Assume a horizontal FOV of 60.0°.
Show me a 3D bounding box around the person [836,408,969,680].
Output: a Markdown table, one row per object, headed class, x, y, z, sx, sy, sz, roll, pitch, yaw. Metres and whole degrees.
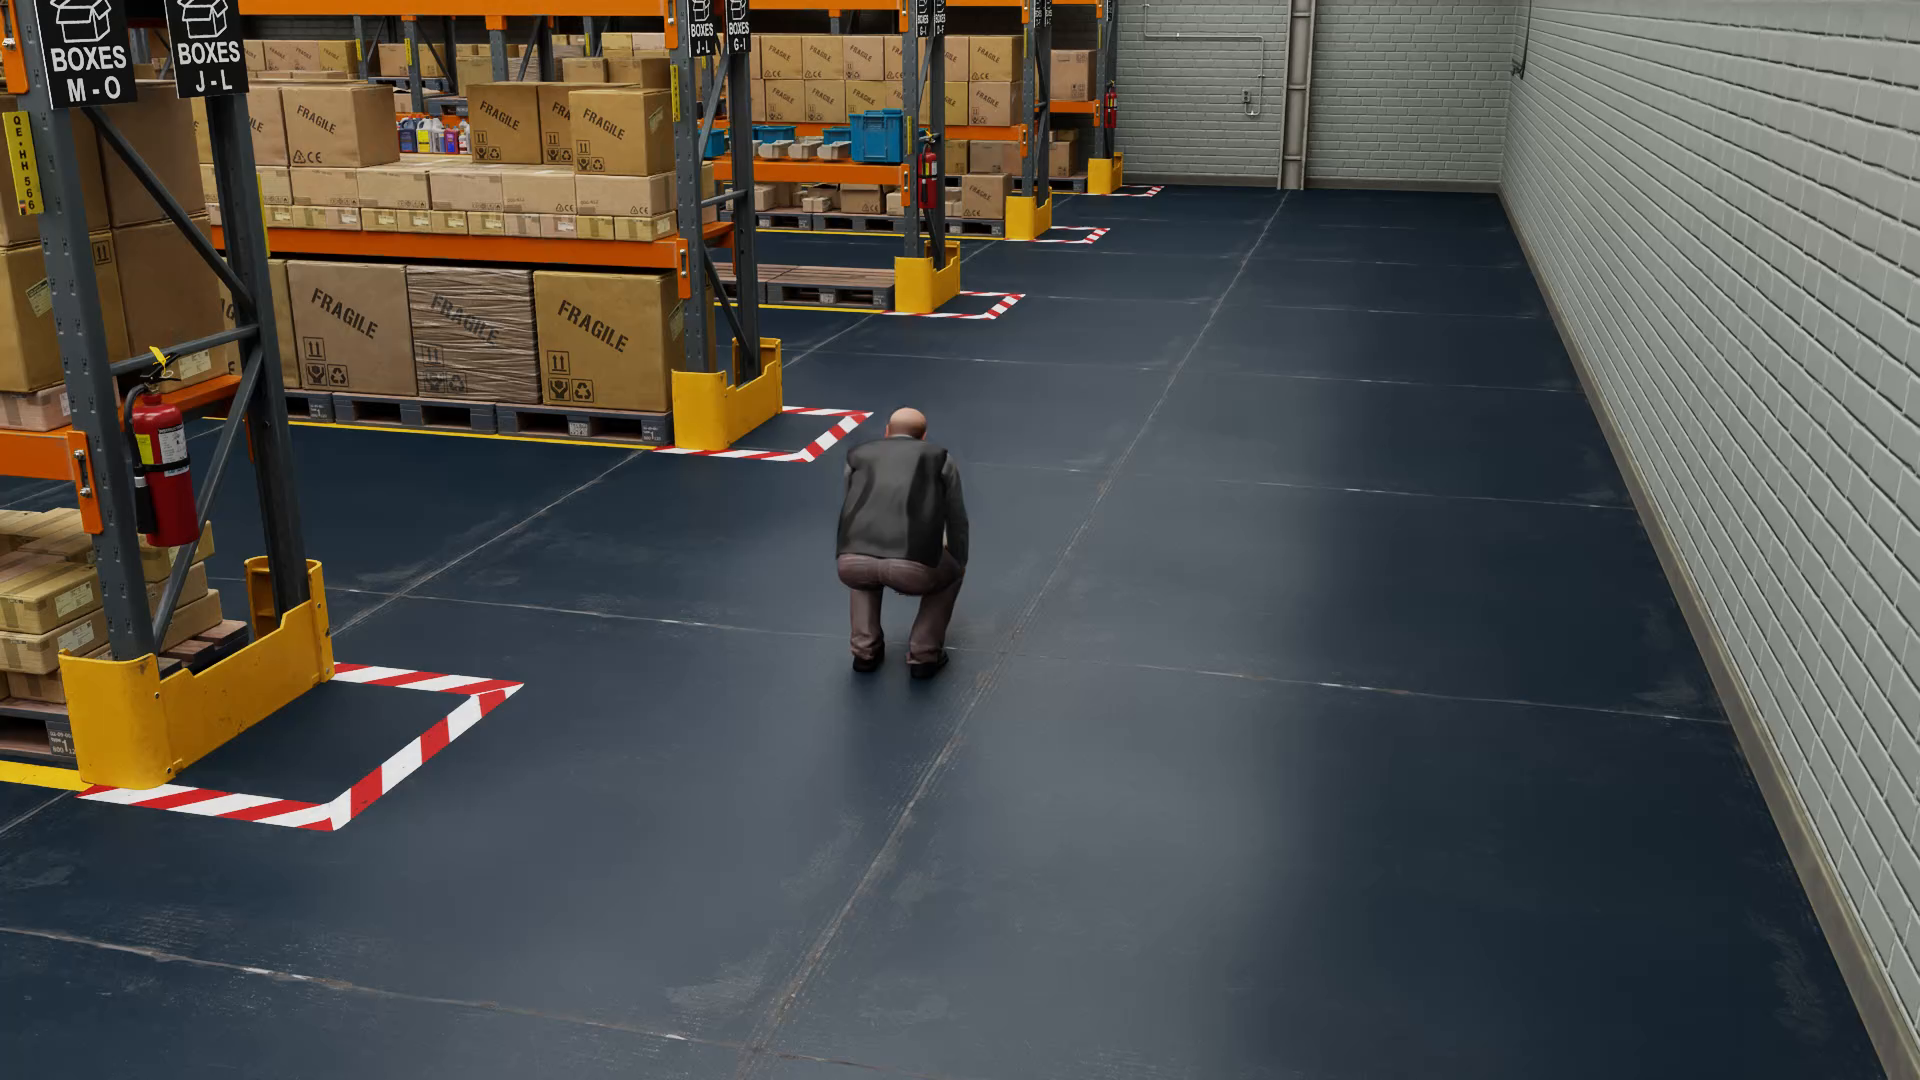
| class | x | y | z | sx | sy | sz | roll | pitch | yaw |
| --- | --- | --- | --- | --- | --- | --- | --- | --- | --- |
| person | -0.275 | 0.013 | 7.155 | 0.551 | 1.042 | 0.847 | 4 | 19 | 13 |
